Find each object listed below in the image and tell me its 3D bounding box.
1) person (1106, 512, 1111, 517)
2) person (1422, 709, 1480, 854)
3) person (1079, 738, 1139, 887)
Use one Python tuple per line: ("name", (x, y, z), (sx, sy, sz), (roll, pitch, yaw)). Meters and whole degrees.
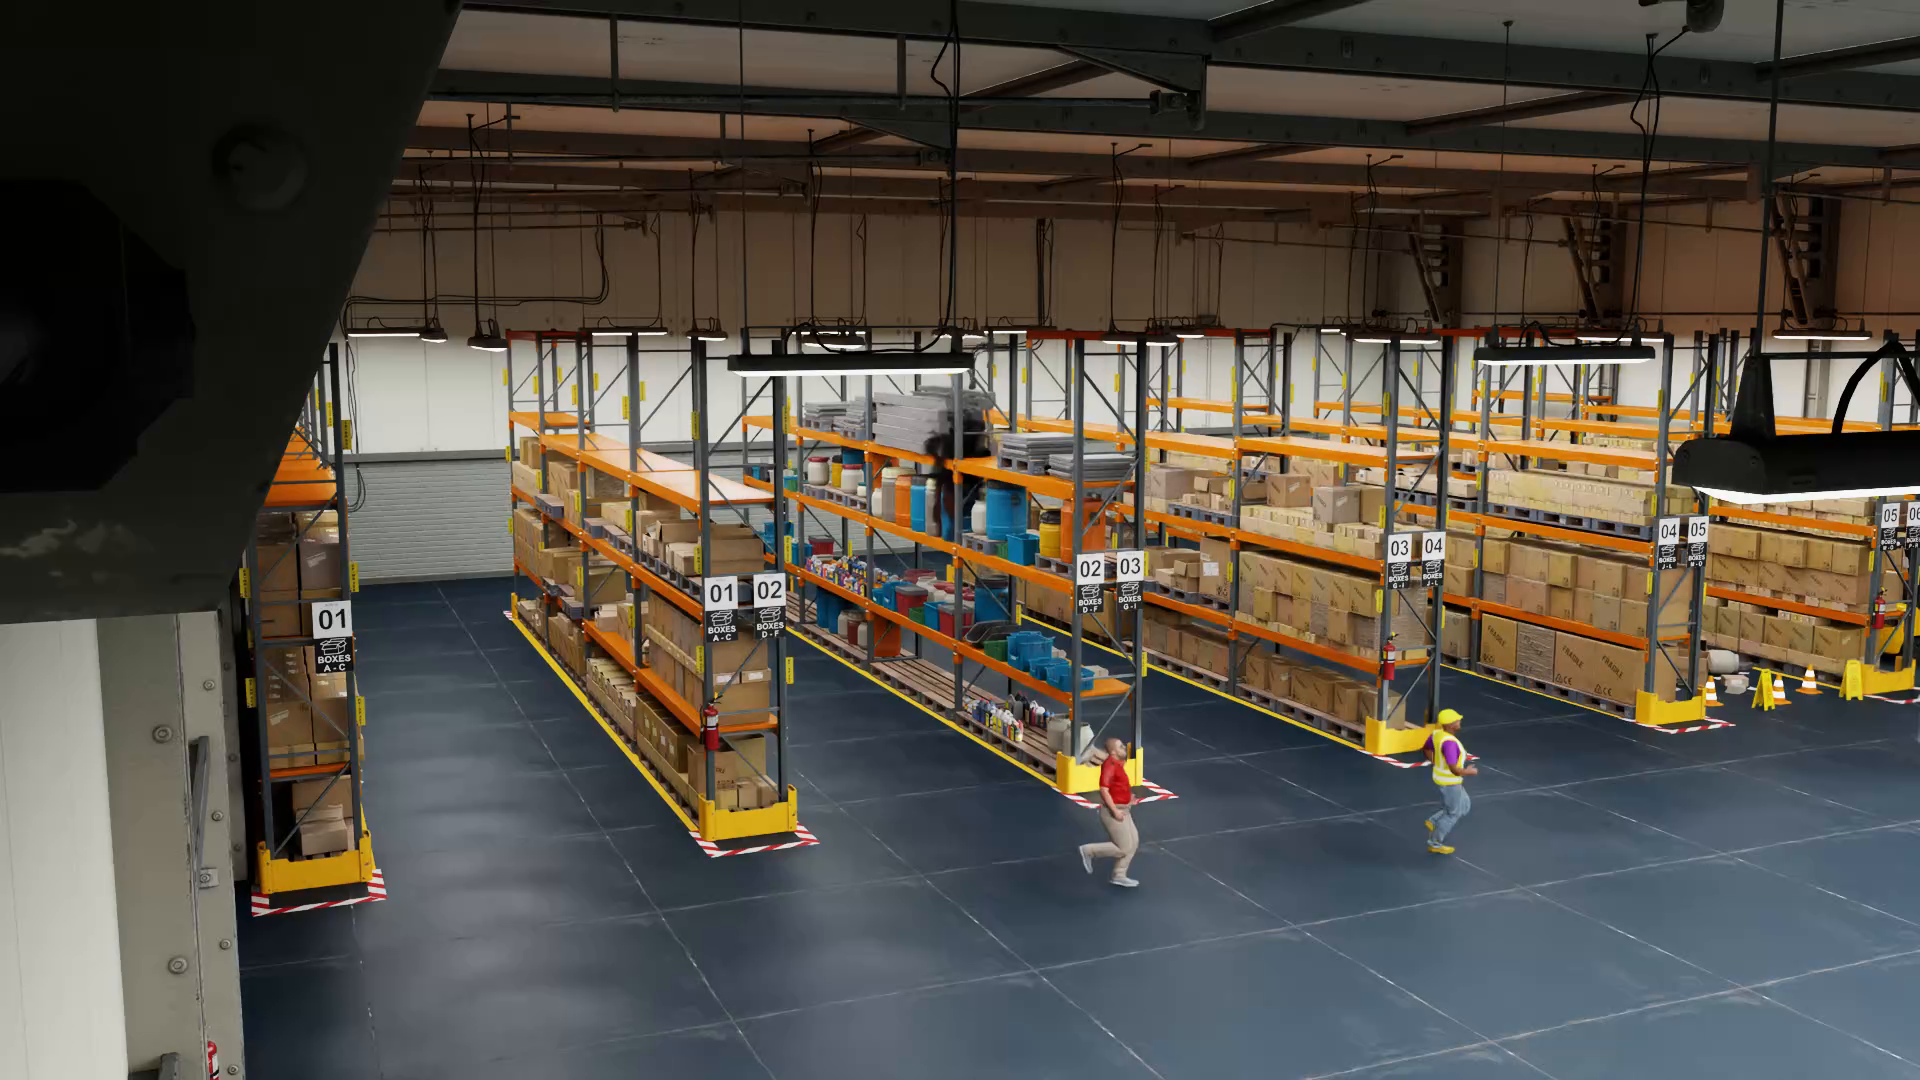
("person", (3.375, 0.190, 38.848), (0.669, 1.740, 0.812), (-4, 9, -29))
("person", (5.781, 2.827, 19.538), (0.582, 1.724, 0.692), (0, 8, 3))
("person", (1.663, 3.020, 18.423), (0.659, 1.686, 0.683), (1, 8, 9))
